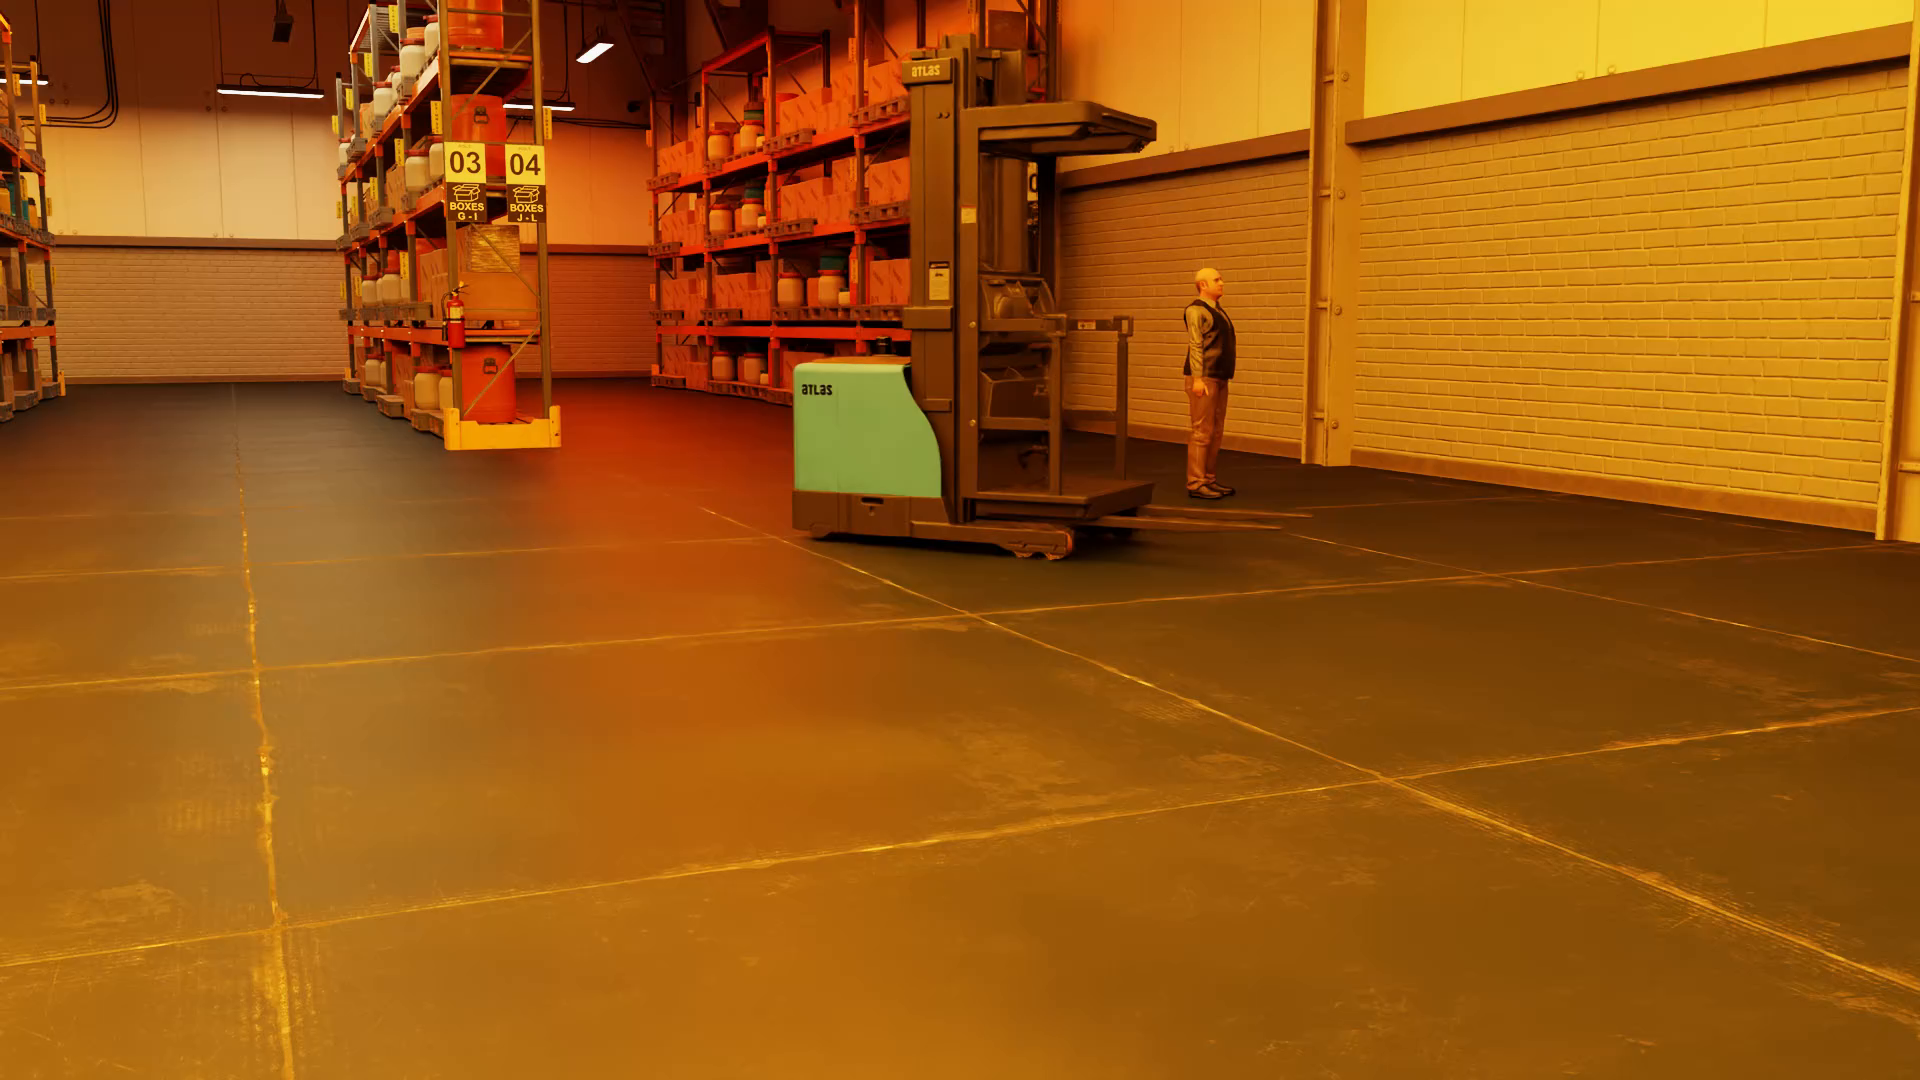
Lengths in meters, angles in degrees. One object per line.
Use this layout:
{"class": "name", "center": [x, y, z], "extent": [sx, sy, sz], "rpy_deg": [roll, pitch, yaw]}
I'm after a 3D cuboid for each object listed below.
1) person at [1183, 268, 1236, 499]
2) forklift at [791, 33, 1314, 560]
{"class": "person", "center": [1.901, -1.191, 12.607], "extent": [0.374, 1.724, 0.525], "rpy_deg": [4, 8, 26]}
{"class": "forklift", "center": [0.523, -1.420, 9.714], "extent": [3.031, 2.935, 1.130], "rpy_deg": [4, 8, 27]}
